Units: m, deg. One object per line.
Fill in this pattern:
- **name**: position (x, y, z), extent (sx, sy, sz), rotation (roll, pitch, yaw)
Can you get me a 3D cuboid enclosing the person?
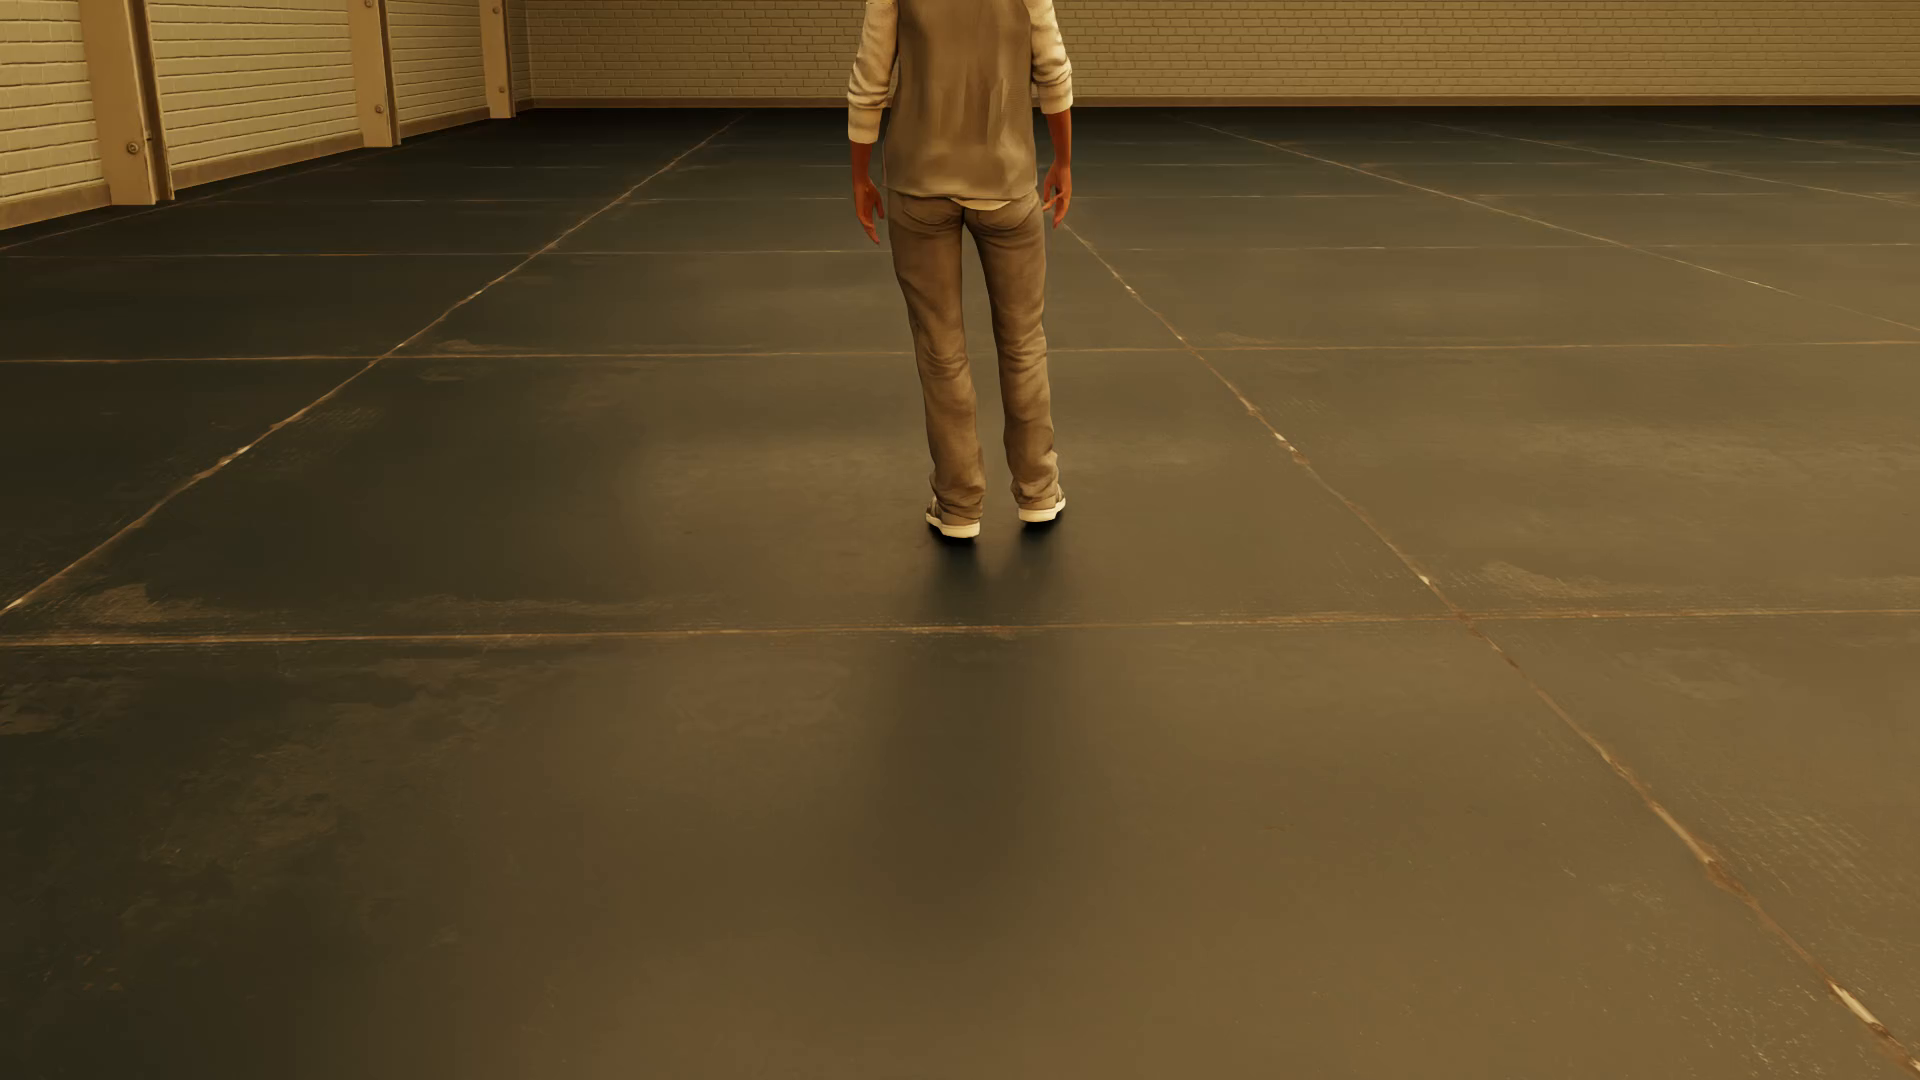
- **person**: position (0.010, -0.792, 3.754), extent (0.521, 1.599, 0.473), rotation (-1, 17, -3)
